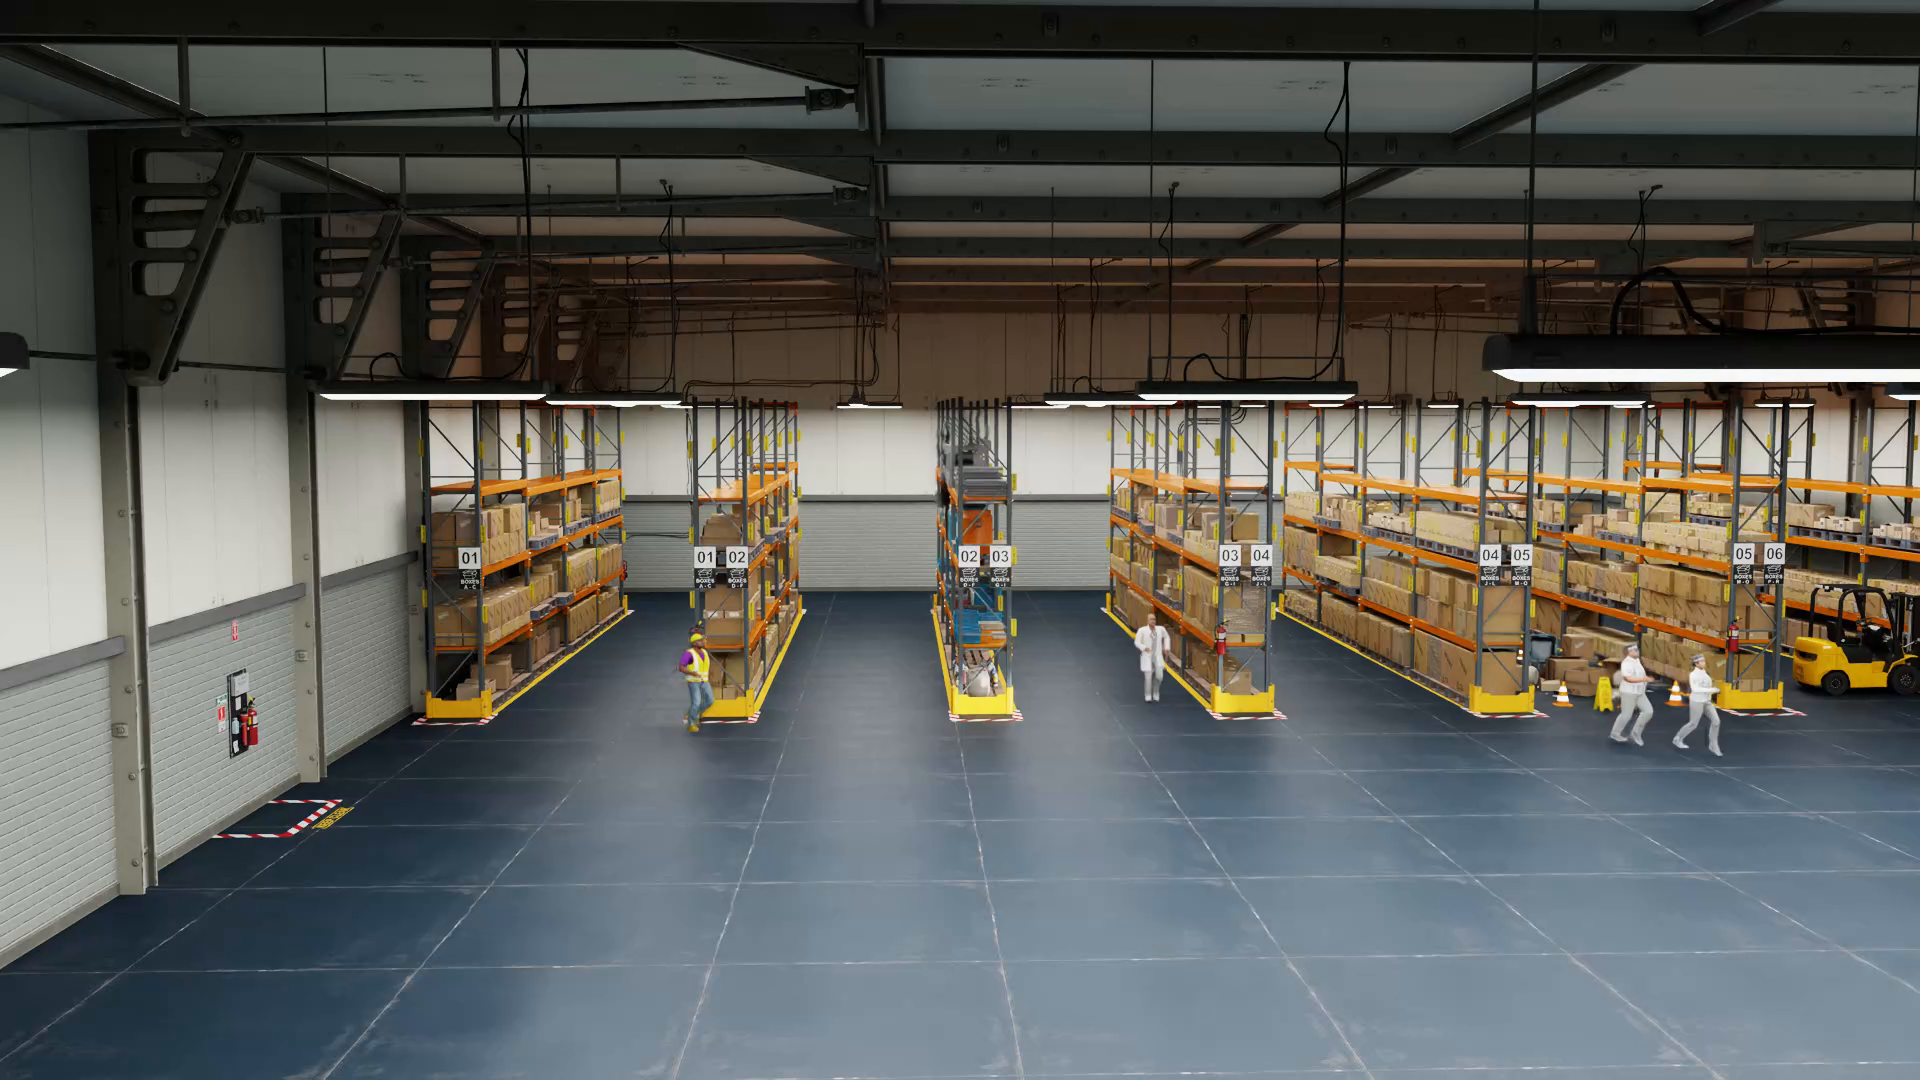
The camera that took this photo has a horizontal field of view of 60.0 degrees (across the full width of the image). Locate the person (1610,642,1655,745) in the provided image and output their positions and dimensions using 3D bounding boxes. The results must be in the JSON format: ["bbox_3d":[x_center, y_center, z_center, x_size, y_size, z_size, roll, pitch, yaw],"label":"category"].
[{"bbox_3d":[11.570,2.644,28.555,0.637,1.824,0.736,-4,6,-39],"label":"person"}]

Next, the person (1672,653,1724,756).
[{"bbox_3d":[12.404,2.742,27.868,0.620,1.728,0.819,-4,6,-39],"label":"person"}]

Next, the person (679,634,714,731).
[{"bbox_3d":[-4.685,2.551,29.854,0.536,1.740,0.722,4,6,41],"label":"person"}]

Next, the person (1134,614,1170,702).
[{"bbox_3d":[3.791,2.327,32.628,0.747,1.756,0.680,0,4,-6],"label":"person"}]
